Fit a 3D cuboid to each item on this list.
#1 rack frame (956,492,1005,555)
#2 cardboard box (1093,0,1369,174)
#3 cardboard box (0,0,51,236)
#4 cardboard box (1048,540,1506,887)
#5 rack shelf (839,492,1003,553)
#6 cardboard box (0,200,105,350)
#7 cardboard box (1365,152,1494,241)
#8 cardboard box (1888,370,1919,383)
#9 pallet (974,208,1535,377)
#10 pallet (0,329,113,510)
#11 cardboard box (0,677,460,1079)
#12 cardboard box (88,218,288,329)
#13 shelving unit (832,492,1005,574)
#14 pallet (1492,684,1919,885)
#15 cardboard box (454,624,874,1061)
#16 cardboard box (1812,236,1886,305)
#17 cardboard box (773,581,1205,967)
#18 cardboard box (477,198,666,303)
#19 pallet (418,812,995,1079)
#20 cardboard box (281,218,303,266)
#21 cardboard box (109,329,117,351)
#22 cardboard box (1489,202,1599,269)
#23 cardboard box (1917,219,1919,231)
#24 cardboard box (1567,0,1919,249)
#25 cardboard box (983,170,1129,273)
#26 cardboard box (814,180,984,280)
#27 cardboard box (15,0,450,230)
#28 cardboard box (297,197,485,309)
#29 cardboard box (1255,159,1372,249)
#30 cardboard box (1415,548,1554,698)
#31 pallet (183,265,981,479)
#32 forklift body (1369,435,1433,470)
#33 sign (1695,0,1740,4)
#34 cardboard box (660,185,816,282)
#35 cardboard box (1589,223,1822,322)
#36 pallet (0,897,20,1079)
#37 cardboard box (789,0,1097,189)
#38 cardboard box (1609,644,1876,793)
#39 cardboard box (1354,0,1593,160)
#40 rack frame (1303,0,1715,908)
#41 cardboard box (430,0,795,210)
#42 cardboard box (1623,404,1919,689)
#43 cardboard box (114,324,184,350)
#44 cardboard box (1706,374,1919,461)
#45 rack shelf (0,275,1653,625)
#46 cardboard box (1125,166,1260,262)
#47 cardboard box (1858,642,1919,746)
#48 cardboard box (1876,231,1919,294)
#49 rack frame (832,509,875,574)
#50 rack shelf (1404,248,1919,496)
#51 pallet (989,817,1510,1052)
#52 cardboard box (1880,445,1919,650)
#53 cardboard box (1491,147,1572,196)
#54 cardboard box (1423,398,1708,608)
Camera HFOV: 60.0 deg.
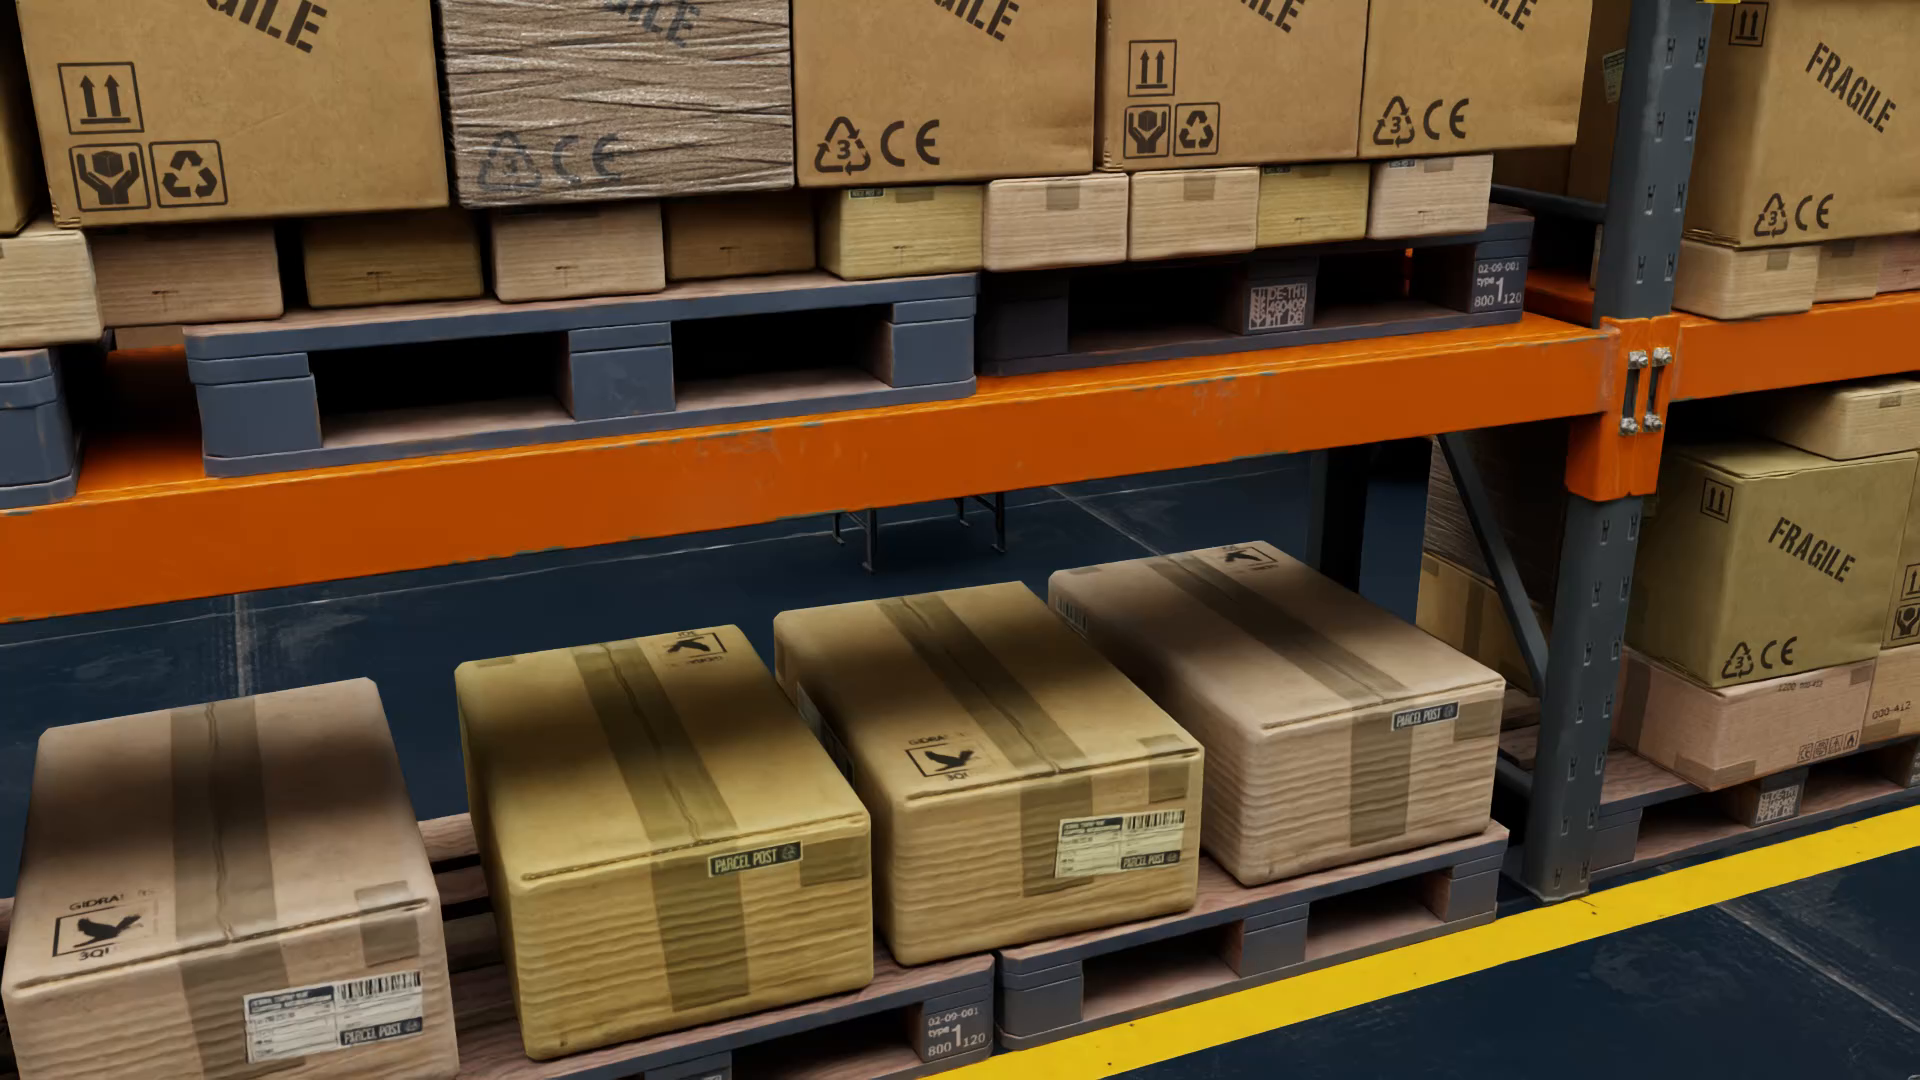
[{"bbox_3d":[0.072,-1.001,5.703,0.015,2.100,0.400,-8,21,-22],"label":"rack frame"},{"bbox_3d":[0.373,-0.947,2.964,0.500,0.500,0.500,-8,21,-22],"label":"cardboard box"},{"bbox_3d":[-1.532,-0.676,2.195,0.500,0.500,0.500,-7,21,-19],"label":"cardboard box"},{"bbox_3d":[0.680,0.354,3.826,0.625,0.372,0.950,-8,21,-21],"label":"cardboard box"},{"bbox_3d":[-0.152,-0.295,5.848,0.480,0.518,0.431,-8,21,-22],"label":"rack shelf"},{"bbox_3d":[-1.337,-0.376,2.319,0.250,0.149,0.380,-8,21,-22],"label":"cardboard box"},{"bbox_3d":[0.798,-0.685,3.198,0.250,0.149,0.380,-8,21,-21],"label":"cardboard box"},{"bbox_3d":[2.419,-0.380,3.987,0.250,0.149,0.380,-7,21,-20],"label":"cardboard box"},{"bbox_3d":[0.401,-0.611,3.529,1.213,0.211,1.003,-8,21,-22],"label":"pallet"},{"bbox_3d":[-1.900,-0.267,2.553,1.003,0.211,1.213,-8,21,-22],"label":"pallet"},{"bbox_3d":[-1.315,0.639,3.014,0.625,0.372,0.950,-9,21,-23],"label":"cardboard box"},{"bbox_3d":[-1.147,-0.431,2.476,0.250,0.149,0.380,-7,21,-19],"label":"cardboard box"},{"bbox_3d":[-0.152,-0.969,5.611,0.503,2.100,0.431,-8,21,-22],"label":"shelving unit"},{"bbox_3d":[1.763,0.459,4.402,1.213,0.211,1.003,-8,21,-22],"label":"pallet"},{"bbox_3d":[-0.617,0.541,3.293,0.625,0.372,0.950,-7,21,-20],"label":"cardboard box"},{"bbox_3d":[1.788,-0.632,3.678,0.250,0.149,0.380,-8,21,-20],"label":"cardboard box"},{"bbox_3d":[0.021,0.449,3.554,0.625,0.372,0.950,-7,21,-19],"label":"cardboard box"},{"bbox_3d":[-0.637,-0.495,2.657,0.250,0.149,0.380,-7,21,-20],"label":"cardboard box"},{"bbox_3d":[-0.676,0.822,3.369,1.213,0.211,1.003,-8,21,-22],"label":"pallet"},{"bbox_3d":[-1.111,-0.596,2.943,0.250,0.149,0.380,-8,21,-22],"label":"cardboard box"},{"bbox_3d":[-3.904,-0.900,7.006,0.625,0.625,0.875,-7,21,-20],"label":"cardboard box"},{"bbox_3d":[1.335,-0.774,4.083,0.250,0.149,0.380,-8,21,-22],"label":"cardboard box"},{"bbox_3d":[2.127,-0.991,3.722,0.500,0.500,0.500,-8,21,-22],"label":"cardboard box"},{"bbox_3d":[1.675,-0.918,3.514,0.500,0.500,0.500,-8,21,-22],"label":"cardboard box"},{"bbox_3d":[0.093,-0.577,2.889,0.250,0.149,0.380,-8,21,-21],"label":"cardboard box"},{"bbox_3d":[-0.145,-0.555,2.829,0.250,0.149,0.380,-8,21,-22],"label":"cardboard box"},{"bbox_3d":[-1.047,-0.748,2.400,0.500,0.500,0.500,-8,21,-21],"label":"cardboard box"},{"bbox_3d":[-0.903,-0.480,2.616,0.250,0.149,0.380,-7,21,-20],"label":"cardboard box"},{"bbox_3d":[0.548,-0.656,3.114,0.250,0.149,0.380,-9,21,-24],"label":"cardboard box"},{"bbox_3d":[1.597,0.182,4.498,0.500,0.250,0.500,-7,21,-19],"label":"cardboard box"},{"bbox_3d":[-0.711,-0.414,2.969,1.213,0.211,1.003,-8,21,-22],"label":"pallet"},{"bbox_3d":[1.845,-1.591,7.302,1.214,2.155,2.313,-8,21,-22],"label":"forklift body"},{"bbox_3d":[1.384,-1.135,2.985,0.005,0.325,0.100,-8,21,-22],"label":"sign"},{"bbox_3d":[-0.428,-0.552,2.820,0.250,0.149,0.380,-9,21,-24],"label":"cardboard box"},{"bbox_3d":[1.577,-0.583,3.539,0.250,0.149,0.380,-8,21,-22],"label":"cardboard box"},{"bbox_3d":[-1.794,0.982,2.916,1.213,0.211,1.003,-8,21,-22],"label":"pallet"},{"bbox_3d":[-0.104,-0.881,2.776,0.500,0.500,0.500,-7,21,-20],"label":"cardboard box"},{"bbox_3d":[1.809,0.346,4.031,0.500,0.250,0.500,-9,21,-24],"label":"cardboard box"},{"bbox_3d":[0.827,-1.012,3.150,0.500,0.500,0.500,-9,21,-23],"label":"cardboard box"},{"bbox_3d":[1.161,-0.758,3.657,0.127,3.000,1.000,-8,21,-22],"label":"rack frame"},{"bbox_3d":[-0.584,-0.812,2.580,0.500,0.500,0.500,-9,21,-24],"label":"cardboard box"},{"bbox_3d":[1.809,-0.008,3.906,0.500,0.500,0.500,-7,21,-19],"label":"cardboard box"},{"bbox_3d":[-3.307,-0.989,7.257,0.625,0.625,0.875,-7,21,-20],"label":"cardboard box"},{"bbox_3d":[1.948,-0.312,3.793,0.250,0.149,0.380,-8,21,-21],"label":"cardboard box"},{"bbox_3d":[-0.676,-0.155,3.029,4.000,0.370,1.077,-8,21,-22],"label":"rack shelf"},{"bbox_3d":[0.326,-0.611,2.987,0.250,0.149,0.380,-9,21,-23],"label":"cardboard box"},{"bbox_3d":[2.295,0.272,4.240,0.500,0.250,0.500,-7,21,-19],"label":"cardboard box"},{"bbox_3d":[2.020,-0.676,3.804,0.250,0.149,0.380,-8,21,-22],"label":"cardboard box"},{"bbox_3d":[-0.376,-0.937,5.520,0.015,2.100,0.400,-8,21,-22],"label":"rack frame"},{"bbox_3d":[2.997,-0.681,4.524,4.000,0.370,1.077,-8,21,-22],"label":"rack shelf"},{"bbox_3d":[0.446,0.661,3.828,1.213,0.211,1.003,-8,21,-22],"label":"pallet"},{"bbox_3d":[2.296,-0.082,4.116,0.500,0.500,0.500,-7,21,-20],"label":"cardboard box"},{"bbox_3d":[1.470,-1.079,3.972,0.500,0.500,0.500,-9,21,-23],"label":"cardboard box"},{"bbox_3d":[1.598,-0.172,4.373,0.500,0.500,0.500,-8,21,-23],"label":"cardboard box"}]
